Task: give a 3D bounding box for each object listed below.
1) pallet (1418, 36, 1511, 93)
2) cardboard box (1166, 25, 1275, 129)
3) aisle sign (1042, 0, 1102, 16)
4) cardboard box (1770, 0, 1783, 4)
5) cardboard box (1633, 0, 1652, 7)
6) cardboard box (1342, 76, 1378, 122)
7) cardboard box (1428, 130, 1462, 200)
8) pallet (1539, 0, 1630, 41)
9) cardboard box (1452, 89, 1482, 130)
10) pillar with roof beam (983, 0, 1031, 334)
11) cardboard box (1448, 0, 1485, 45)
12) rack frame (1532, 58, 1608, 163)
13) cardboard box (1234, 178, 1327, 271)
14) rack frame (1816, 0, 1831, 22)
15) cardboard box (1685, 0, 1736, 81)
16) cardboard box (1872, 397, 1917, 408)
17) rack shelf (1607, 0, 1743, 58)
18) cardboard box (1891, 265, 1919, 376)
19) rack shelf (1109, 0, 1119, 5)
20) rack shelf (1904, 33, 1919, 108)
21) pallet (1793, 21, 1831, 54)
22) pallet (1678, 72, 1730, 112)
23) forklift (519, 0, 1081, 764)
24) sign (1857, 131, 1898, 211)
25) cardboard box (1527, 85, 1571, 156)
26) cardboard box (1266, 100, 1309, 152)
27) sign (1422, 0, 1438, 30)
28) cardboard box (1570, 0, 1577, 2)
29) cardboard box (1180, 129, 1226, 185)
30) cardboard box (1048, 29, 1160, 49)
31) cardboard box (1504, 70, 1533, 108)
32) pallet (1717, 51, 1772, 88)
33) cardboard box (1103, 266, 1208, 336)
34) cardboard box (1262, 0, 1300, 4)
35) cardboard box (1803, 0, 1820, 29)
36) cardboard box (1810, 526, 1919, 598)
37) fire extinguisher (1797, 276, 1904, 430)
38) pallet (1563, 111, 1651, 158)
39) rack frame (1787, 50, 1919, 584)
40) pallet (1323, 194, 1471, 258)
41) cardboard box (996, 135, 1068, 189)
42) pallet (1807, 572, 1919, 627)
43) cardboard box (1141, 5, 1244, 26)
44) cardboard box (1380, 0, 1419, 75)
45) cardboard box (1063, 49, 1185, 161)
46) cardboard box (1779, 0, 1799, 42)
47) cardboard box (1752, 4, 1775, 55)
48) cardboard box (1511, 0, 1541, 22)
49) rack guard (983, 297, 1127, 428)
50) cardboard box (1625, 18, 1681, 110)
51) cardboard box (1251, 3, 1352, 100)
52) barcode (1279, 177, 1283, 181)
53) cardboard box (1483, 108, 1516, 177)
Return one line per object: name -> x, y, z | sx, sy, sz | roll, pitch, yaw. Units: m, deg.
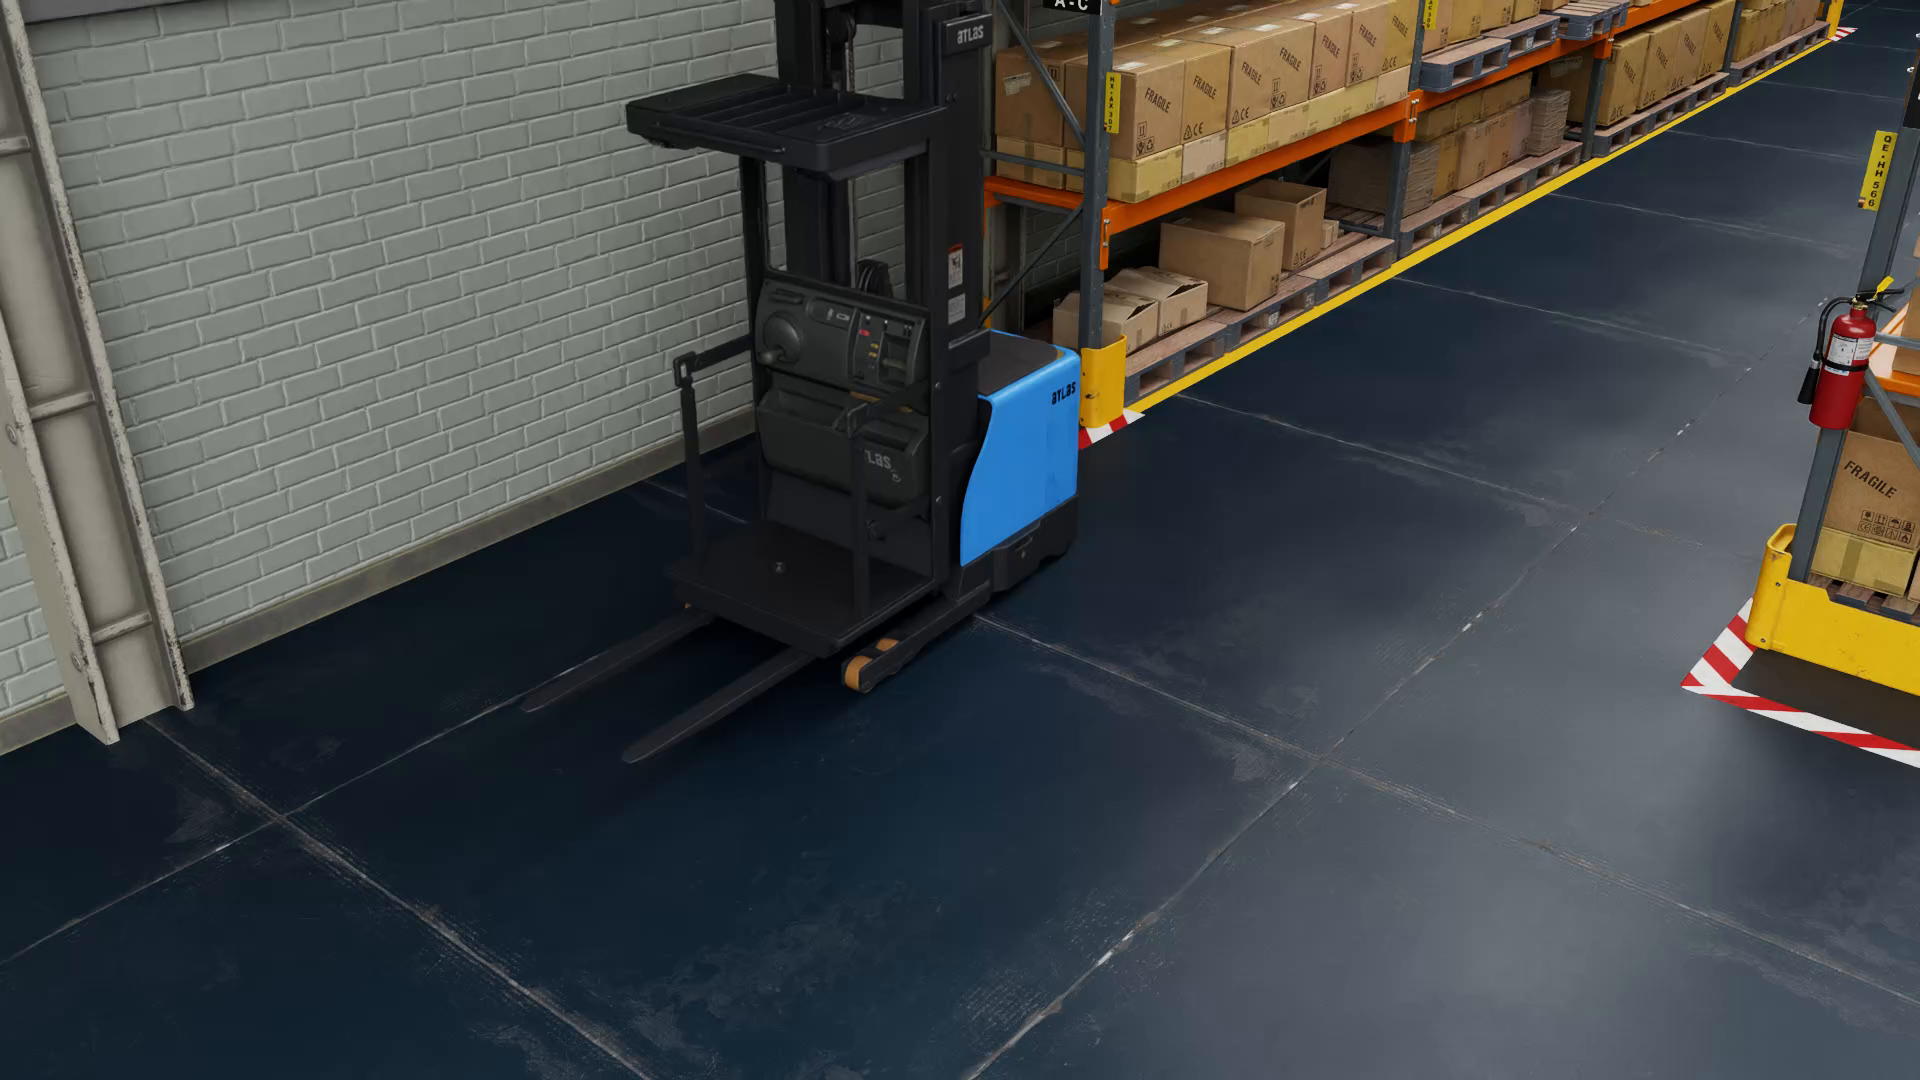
pallet -> 3.567, -3.763, 12.968 | 1.003, 0.211, 1.213 | 21, 34, 34
cardboard box -> 1.615, -2.912, 10.440 | 0.500, 0.500, 0.500 | 19, 33, 33
aisle sign -> 0.610, -3.243, 8.925 | 0.394, 0.787, 0.004 | 21, 34, 34
cardboard box -> 9.302, -6.309, 19.238 | 0.380, 0.149, 0.250 | 20, 33, 33
cardboard box -> 6.302, -5.140, 15.674 | 0.380, 0.149, 0.250 | 22, 35, 36
cardboard box -> 2.578, -3.131, 11.680 | 0.500, 0.250, 0.500 | 21, 34, 35
cardboard box -> 3.714, -3.169, 13.852 | 0.700, 0.500, 0.500 | 20, 33, 33
pallet -> 5.142, -4.669, 14.719 | 1.213, 0.211, 1.003 | 21, 34, 34
cardboard box -> 4.029, -3.646, 13.960 | 0.500, 0.250, 0.500 | 20, 33, 33
pillar with roof beam -> 3.524, -4.109, 6.899 | 9.100, 9.000, 0.400 | 21, 34, 34
cardboard box -> 3.680, -4.226, 13.067 | 0.500, 0.500, 0.700 | -24, 36, -39
rack frame -> 5.513, -5.038, 15.224 | 1.000, 3.000, 0.127 | 21, 34, 34
cardboard box -> 2.339, -2.325, 12.222 | 0.500, 0.500, 0.500 | 18, 32, 31
rack frame -> 10.601, -7.874, 20.707 | 1.000, 3.000, 0.127 | 21, 34, 34
cardboard box -> 7.744, -5.419, 17.844 | 0.750, 0.750, 0.750 | 21, 34, 35
cardboard box -> 4.985, -0.689, 8.537 | 0.500, 0.500, 0.500 | 21, 34, 34
rack shelf -> 6.785, -5.427, 16.760 | 1.077, 0.370, 4.000 | 21, 34, 34
cardboard box -> 4.556, -0.961, 7.235 | 0.700, 0.500, 0.500 | 21, 34, 34
rack shelf -> 1.696, -3.923, 10.588 | 1.077, 0.370, 4.000 | 21, 34, 34
rack shelf -> 5.521, -2.477, 7.792 | 1.077, 0.370, 4.000 | 21, 34, 34
pallet -> 10.153, -6.329, 20.755 | 1.003, 0.211, 1.213 | 21, 34, 34
pallet -> 7.625, -4.922, 18.035 | 1.003, 0.211, 1.213 | 21, 34, 34
forklift -> -0.667, -0.873, 7.247 | 1.130, 2.935, 3.031 | 19, 33, 32
sign -> 3.839, -1.538, 6.941 | 0.100, 0.325, 0.005 | 21, 34, 34
cardboard box -> 5.095, -3.853, 15.174 | 0.700, 0.500, 0.500 | 21, 34, 35
cardboard box -> 1.951, -2.770, 10.981 | 0.500, 0.250, 0.500 | 21, 34, 35
sign -> 3.392, -3.848, 11.982 | 0.100, 0.325, 0.005 | 21, 34, 34
cardboard box -> 5.222, -5.108, 14.772 | 0.700, 0.500, 0.500 | 16, 32, 29
cardboard box -> 1.299, -2.412, 10.290 | 0.500, 0.250, 0.500 | 20, 33, 33
cardboard box -> 0.888, -2.882, 10.381 | 0.500, 0.500, 0.500 | 21, 34, 35
cardboard box -> 4.684, -4.002, 14.647 | 0.500, 0.250, 0.500 | 21, 34, 35
pallet -> 8.601, -5.464, 19.083 | 1.003, 0.211, 1.213 | 21, 34, 34
cardboard box -> 1.296, -1.624, 11.072 | 0.500, 0.311, 0.500 | 24, 36, 38
cardboard box -> 2.177, -3.607, 11.783 | 0.500, 0.500, 0.500 | 21, 34, 34
cardboard box -> 10.233, -6.673, 20.648 | 0.700, 0.500, 0.500 | 21, 34, 34
cardboard box -> 4.362, 0.003, 8.015 | 0.500, 0.250, 0.500 | 21, 34, 34
fire extinguisher -> 3.816, -0.815, 7.144 | 0.296, 0.674, 0.183 | 21, 34, 34
pallet -> 6.073, -4.057, 16.362 | 1.003, 0.211, 1.213 | 21, 34, 34
rack frame -> 4.249, -0.755, 6.945 | 1.000, 3.000, 0.127 | 21, 34, 34
pallet -> 3.463, -2.658, 13.658 | 1.003, 0.211, 1.213 | 21, 34, 34
cardboard box -> 0.572, -2.366, 10.201 | 0.500, 0.250, 0.500 | 21, 34, 35
pallet -> 4.703, 0.200, 8.133 | 1.003, 0.211, 1.213 | 21, 34, 34
cardboard box -> 1.534, -3.245, 11.083 | 0.500, 0.500, 0.500 | 21, 34, 35
cardboard box -> 2.907, -3.637, 11.841 | 0.500, 0.500, 0.500 | 21, 34, 34
cardboard box -> 0.960, -2.558, 9.756 | 0.500, 0.500, 0.500 | 21, 34, 34
cardboard box -> 9.596, -6.317, 19.960 | 0.700, 0.500, 0.500 | 19, 33, 33
cardboard box -> 8.934, -5.945, 19.240 | 0.700, 0.500, 0.500 | 20, 34, 34
cardboard box -> 4.446, -4.660, 13.906 | 0.700, 0.500, 0.500 | 21, 34, 34
rack guard -> 0.473, -1.118, 10.367 | 1.175, 0.500, 0.348 | 21, 34, 34
cardboard box -> 6.644, -4.801, 16.648 | 0.750, 0.750, 0.750 | 21, 34, 34
cardboard box -> 2.265, -3.283, 11.157 | 0.500, 0.500, 0.500 | 20, 33, 33
barcode -> 2.440, -2.726, 12.648 | 0.001, 0.075, 0.075 | 21, 34, 34
cardboard box -> 4.384, -3.519, 14.530 | 0.700, 0.500, 0.500 | 21, 34, 34
